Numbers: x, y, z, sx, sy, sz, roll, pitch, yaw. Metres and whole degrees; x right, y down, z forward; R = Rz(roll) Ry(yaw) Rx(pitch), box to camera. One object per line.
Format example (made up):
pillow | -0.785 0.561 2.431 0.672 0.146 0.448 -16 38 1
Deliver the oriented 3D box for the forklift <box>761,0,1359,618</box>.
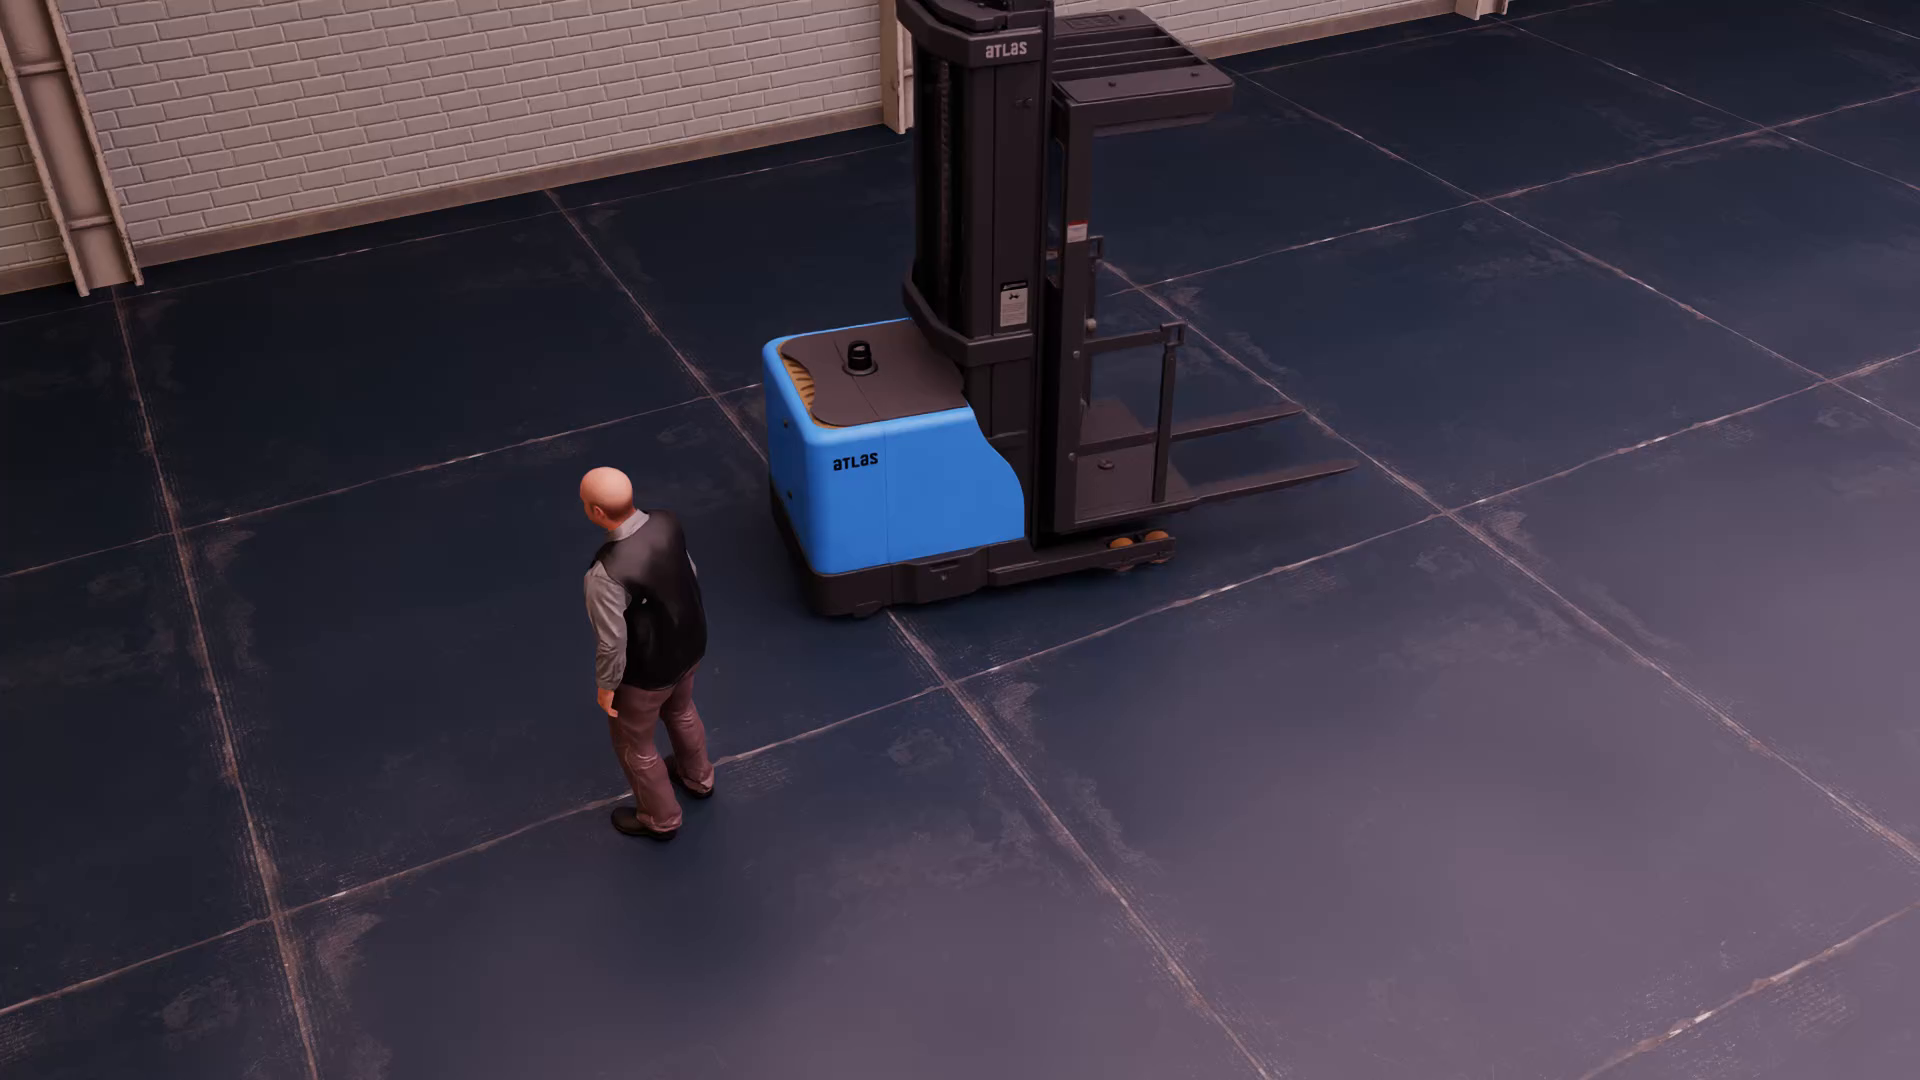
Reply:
forklift | 0.581 -1.319 7.989 3.031 2.935 1.130 -11 37 -15

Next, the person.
person | -1.212 0.461 6.522 0.420 1.719 0.580 17 39 23
